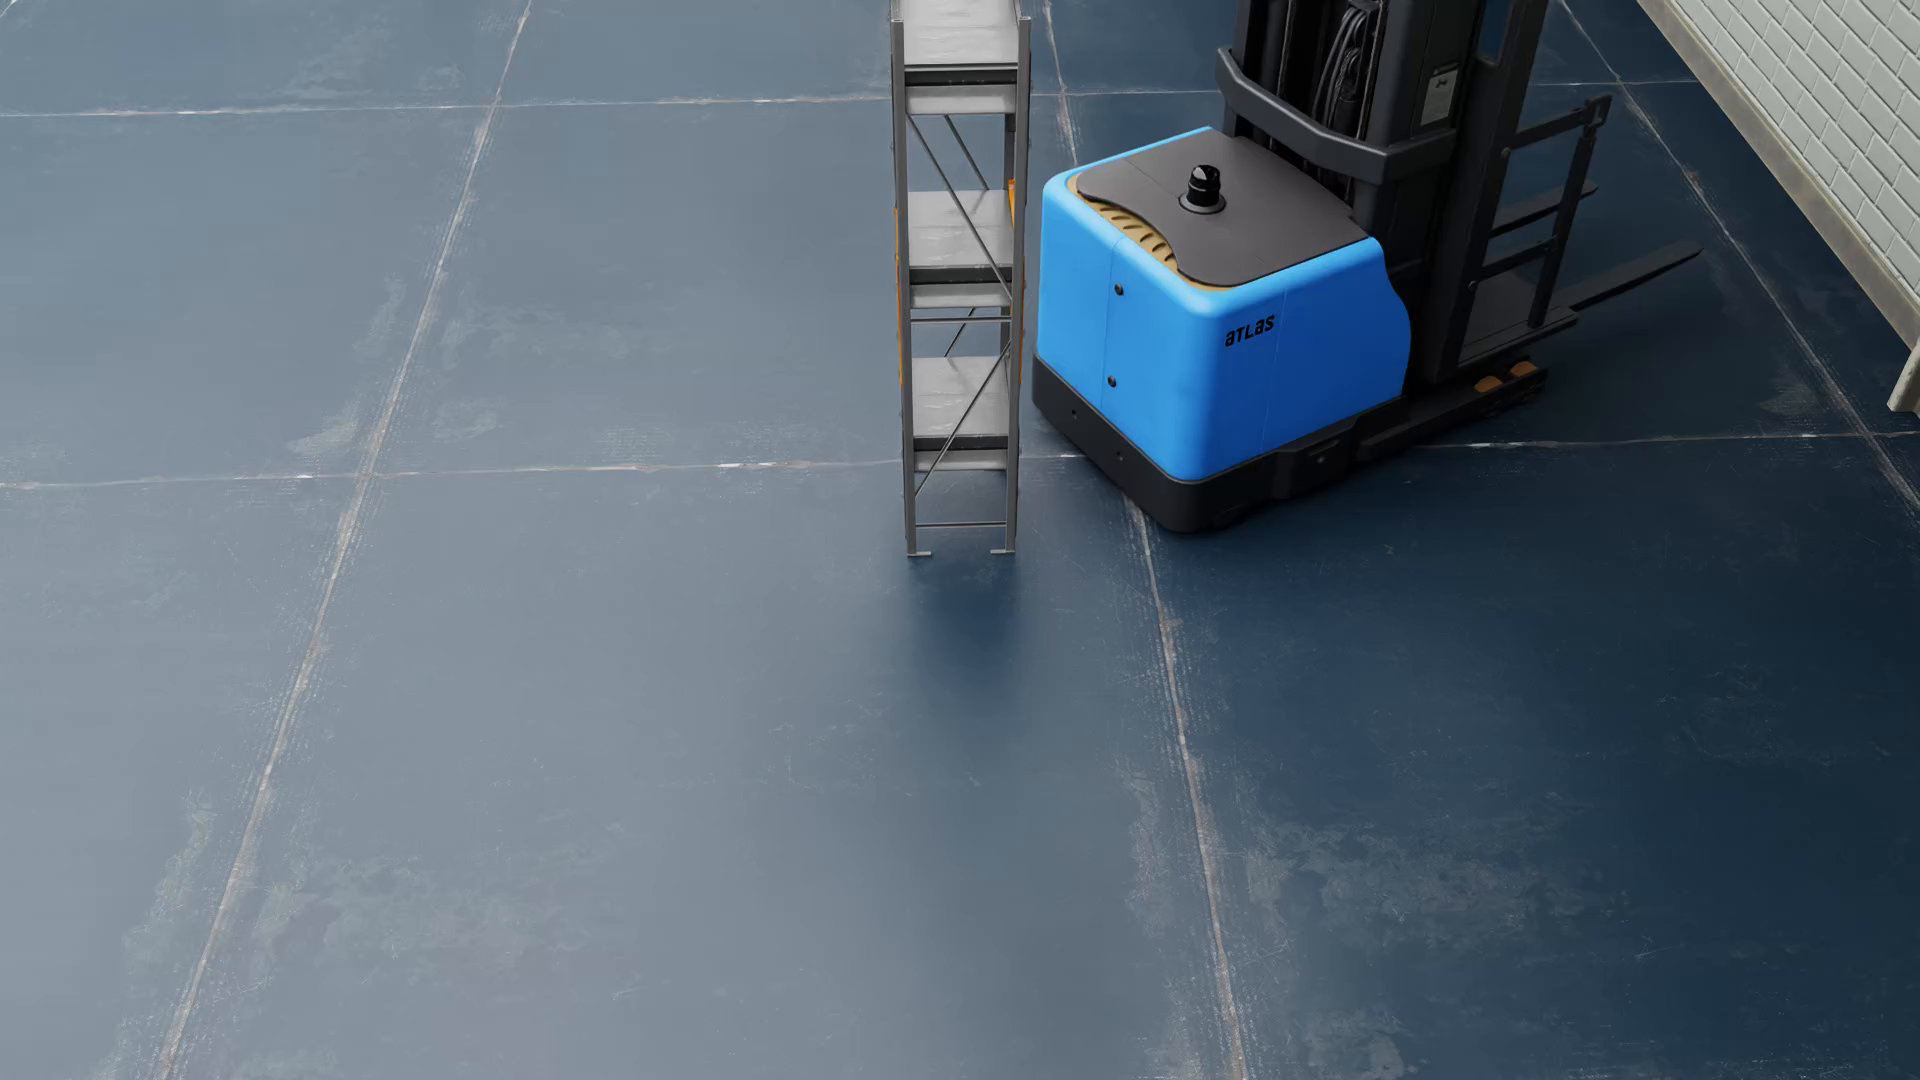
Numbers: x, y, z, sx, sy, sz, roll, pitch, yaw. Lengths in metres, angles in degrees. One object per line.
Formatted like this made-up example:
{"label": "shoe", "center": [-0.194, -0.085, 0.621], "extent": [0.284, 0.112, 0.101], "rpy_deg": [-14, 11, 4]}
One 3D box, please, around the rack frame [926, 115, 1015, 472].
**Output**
{"label": "rack frame", "center": [-0.017, -1.051, 5.842], "extent": [0.400, 2.100, 0.015], "rpy_deg": [-2, 43, -2]}

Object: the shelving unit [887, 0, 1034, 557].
{"label": "shelving unit", "center": [-0.007, -0.886, 5.662], "extent": [0.431, 2.100, 0.503], "rpy_deg": [-2, 43, -2]}

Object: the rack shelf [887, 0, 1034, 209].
{"label": "rack shelf", "center": [-0.007, -1.392, 5.199], "extent": [0.431, 0.518, 0.480], "rpy_deg": [-2, 43, -2]}

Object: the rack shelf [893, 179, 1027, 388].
{"label": "rack shelf", "center": [-0.007, -0.876, 5.672], "extent": [0.431, 0.518, 0.480], "rpy_deg": [-2, 43, -2]}

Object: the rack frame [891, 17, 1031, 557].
{"label": "rack frame", "center": [0.003, -0.721, 5.483], "extent": [0.400, 2.100, 0.015], "rpy_deg": [-2, 43, -2]}

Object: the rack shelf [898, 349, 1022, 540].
{"label": "rack shelf", "center": [-0.007, -0.360, 6.145], "extent": [0.431, 0.518, 0.480], "rpy_deg": [-2, 43, -2]}

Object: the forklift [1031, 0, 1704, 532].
{"label": "forklift", "center": [1.816, -1.865, 6.115], "extent": [3.031, 2.935, 1.130], "rpy_deg": [-23, 47, -23]}
